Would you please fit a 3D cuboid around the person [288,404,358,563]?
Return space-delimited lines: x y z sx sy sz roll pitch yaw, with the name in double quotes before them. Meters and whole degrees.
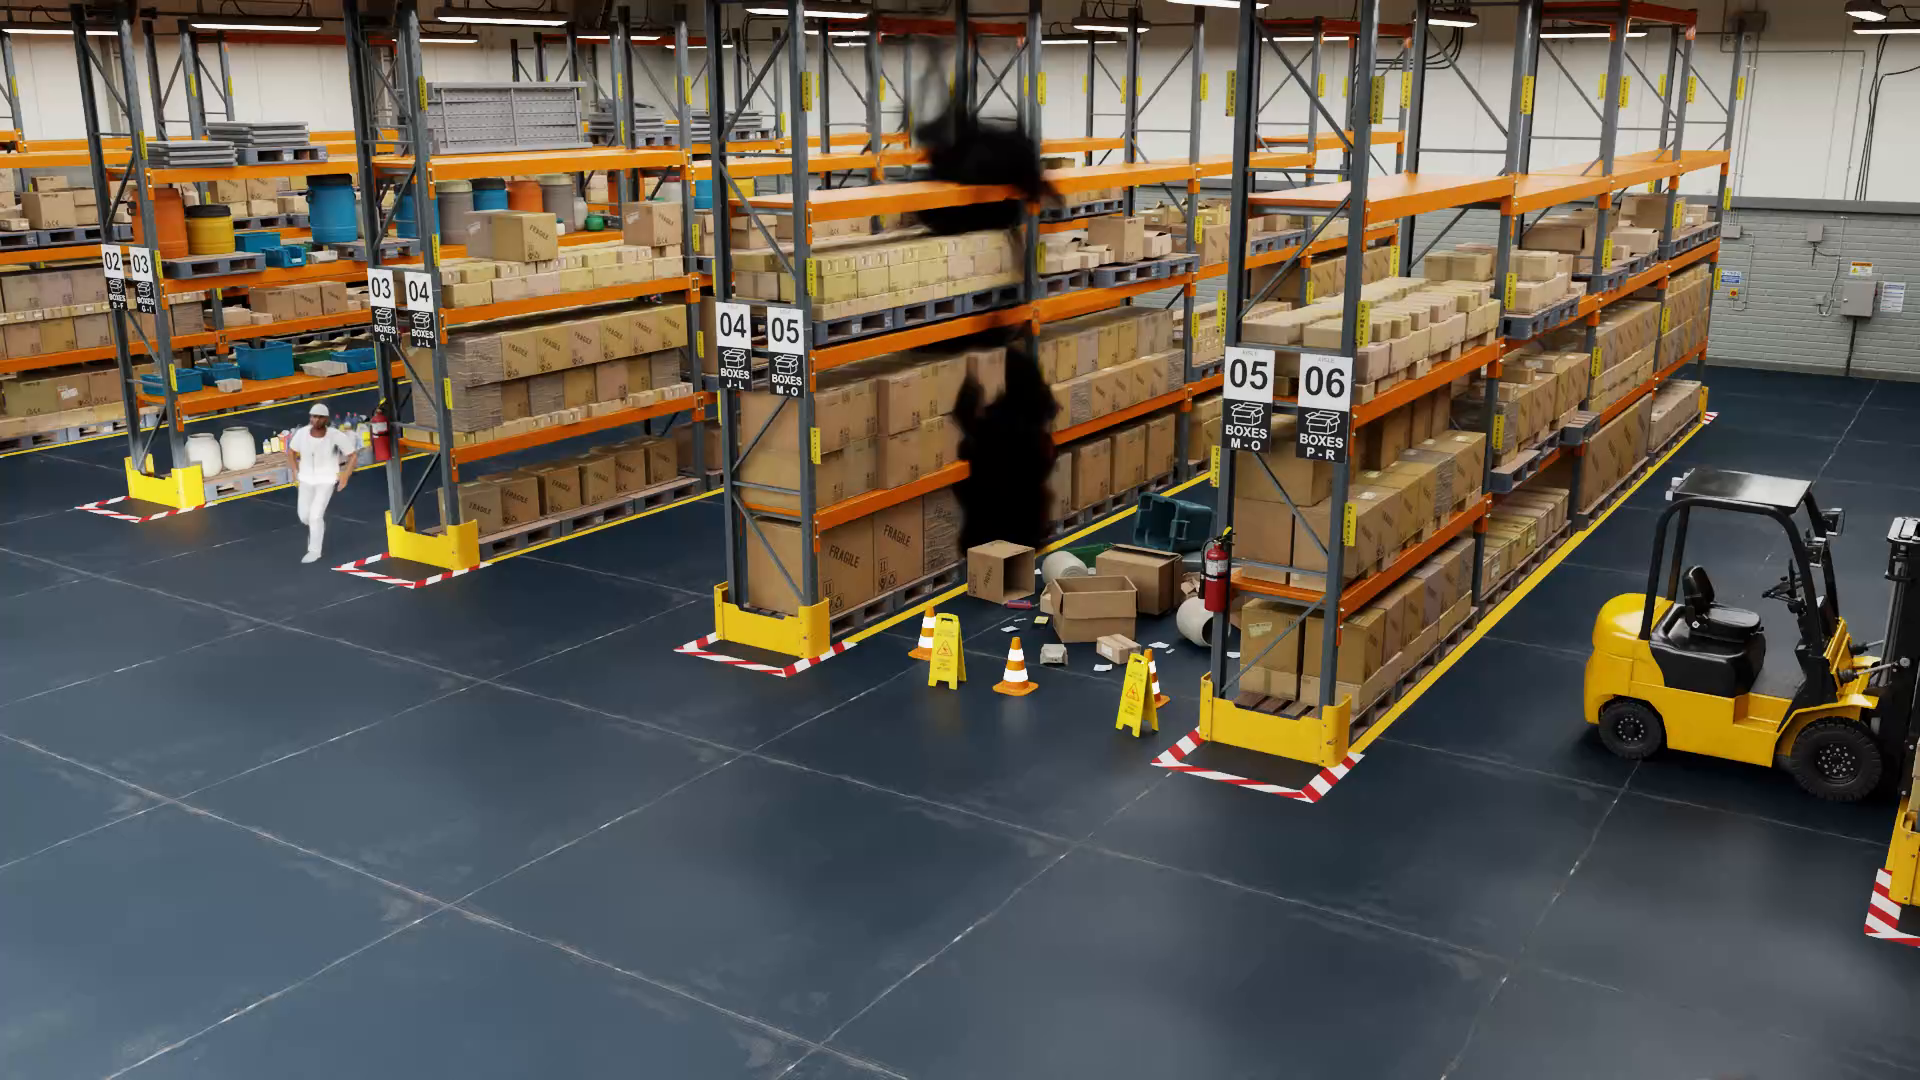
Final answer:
"person" -7.044 -0.665 18.419 0.764 1.734 0.713 0 16 -1
